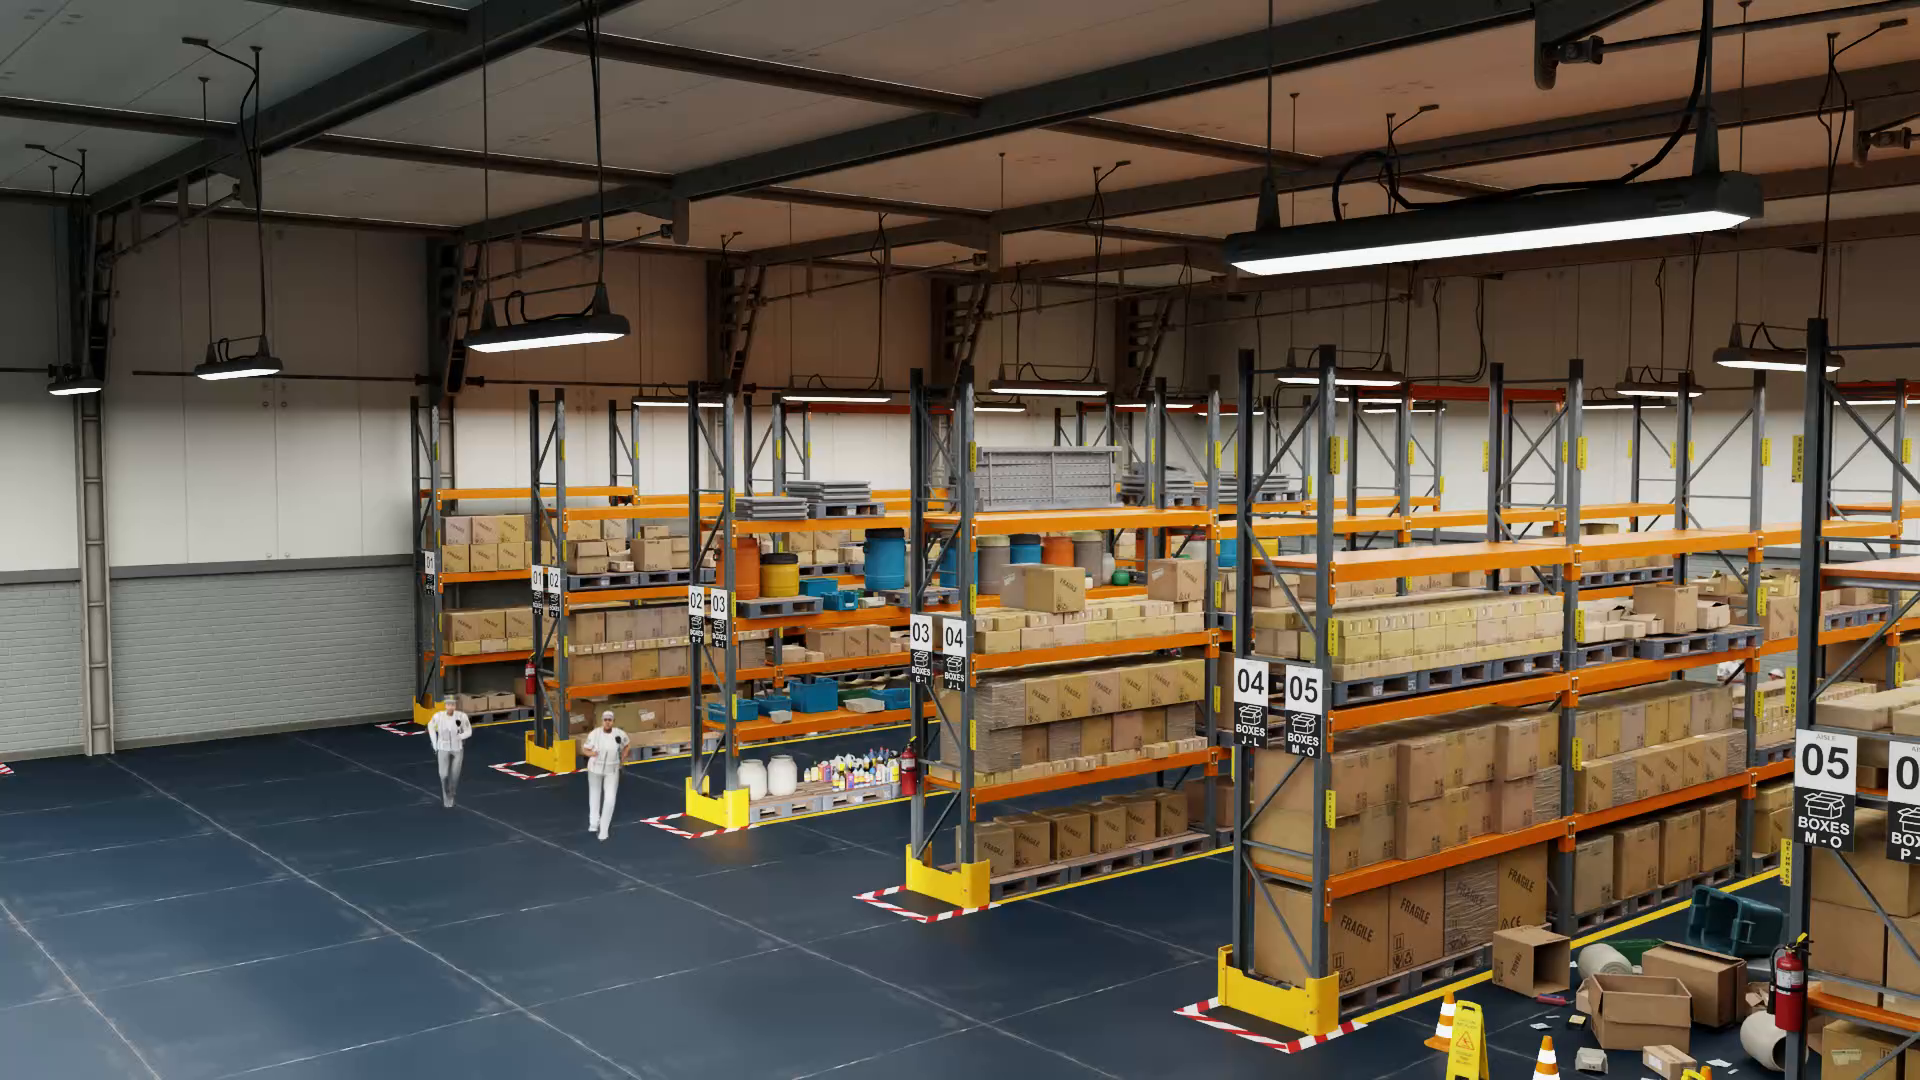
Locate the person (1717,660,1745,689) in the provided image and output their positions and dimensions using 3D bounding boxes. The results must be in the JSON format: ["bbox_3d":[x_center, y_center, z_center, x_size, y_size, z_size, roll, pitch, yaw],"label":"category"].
[{"bbox_3d":[13.377,2.640,28.790,0.603,1.683,0.929,0,3,-7],"label":"person"}]

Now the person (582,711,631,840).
[{"bbox_3d":[-4.618,3.077,21.728,0.603,1.714,0.703,0,3,-8],"label":"person"}]

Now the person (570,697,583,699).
[{"bbox_3d":[-6.621,2.610,28.373,0.595,1.738,0.711,-3,4,-37],"label":"person"}]

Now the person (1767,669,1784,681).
[{"bbox_3d":[12.355,2.817,25.103,0.672,1.747,0.679,-2,4,-32],"label":"person"}]

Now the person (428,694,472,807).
[{"bbox_3d":[-7.137,2.951,23.306,0.577,1.629,0.710,-1,4,-20],"label":"person"}]
